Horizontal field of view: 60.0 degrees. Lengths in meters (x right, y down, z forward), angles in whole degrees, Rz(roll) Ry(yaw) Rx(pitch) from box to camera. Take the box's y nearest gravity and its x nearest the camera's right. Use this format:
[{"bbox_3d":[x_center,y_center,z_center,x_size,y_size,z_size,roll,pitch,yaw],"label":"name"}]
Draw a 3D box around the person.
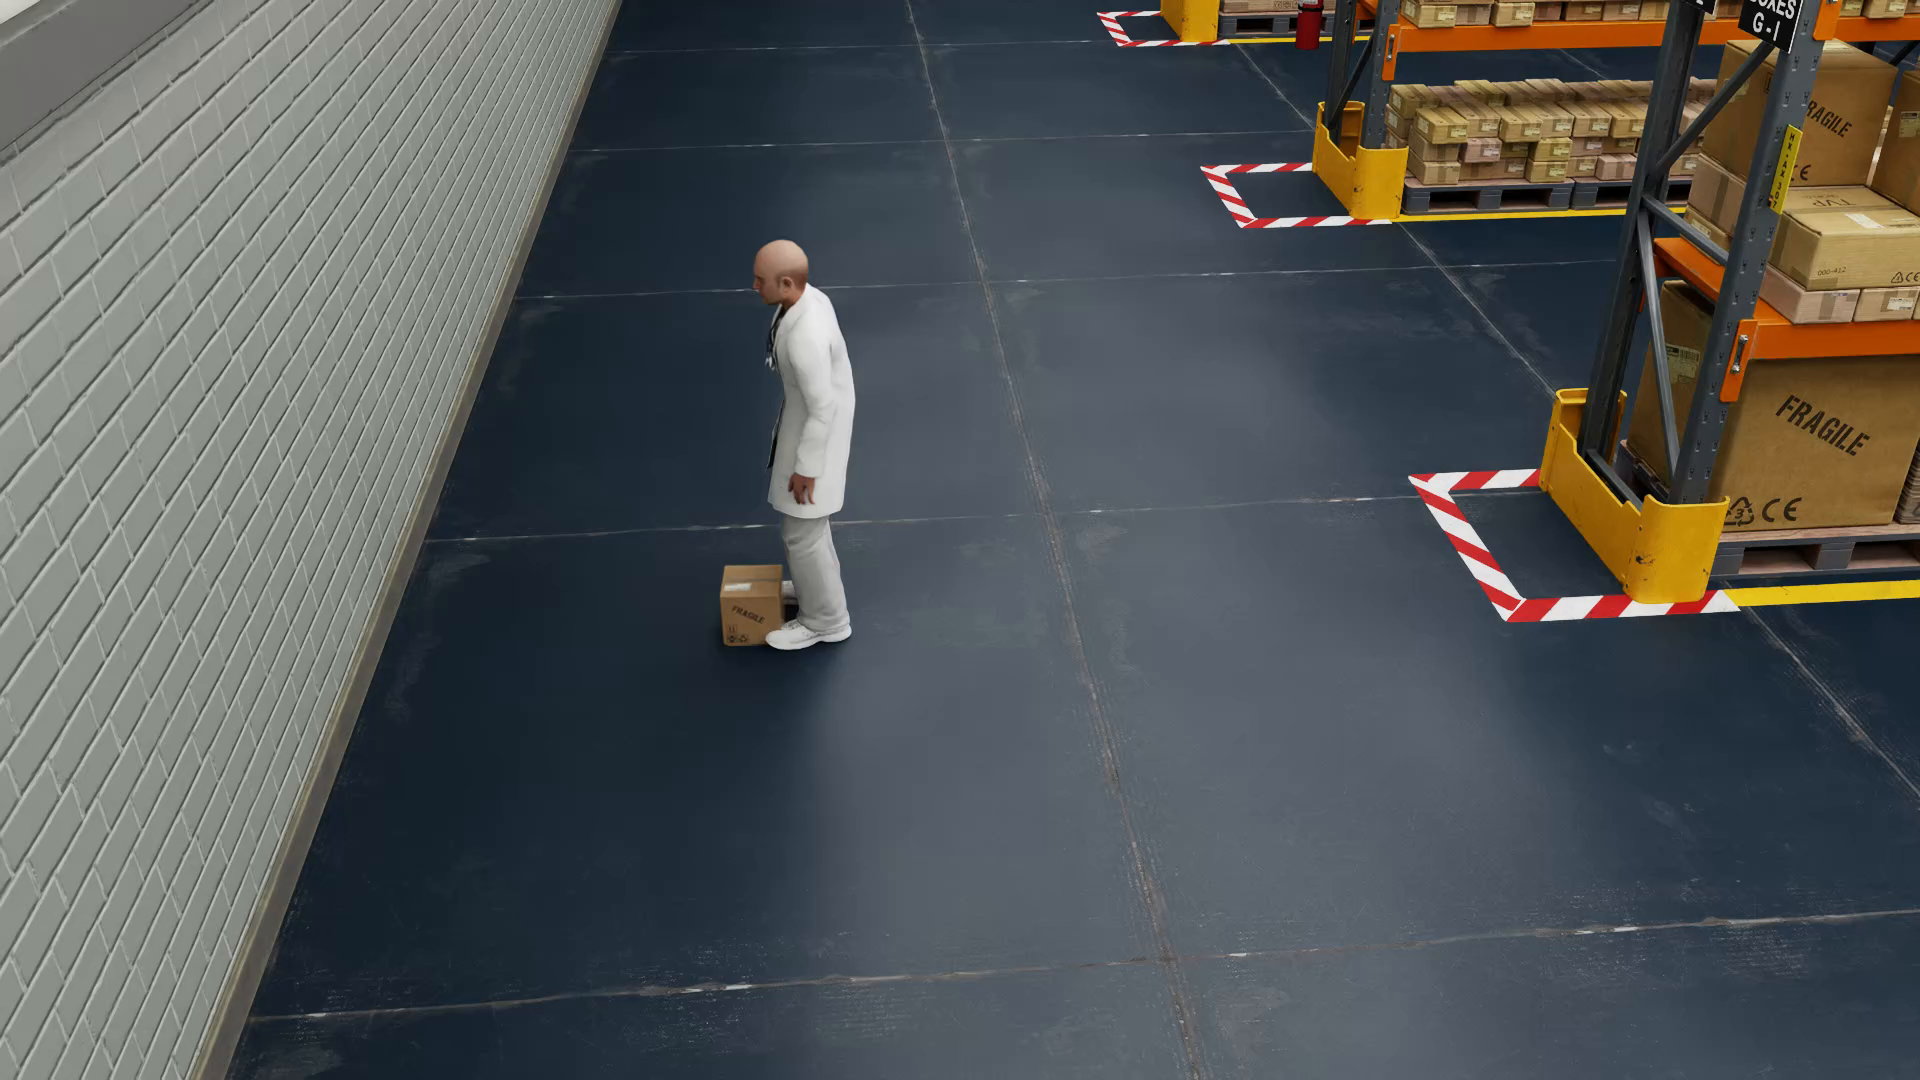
[{"bbox_3d":[-0.639,-0.390,6.805,0.428,1.772,0.638,-4,31,-7],"label":"person"}]
